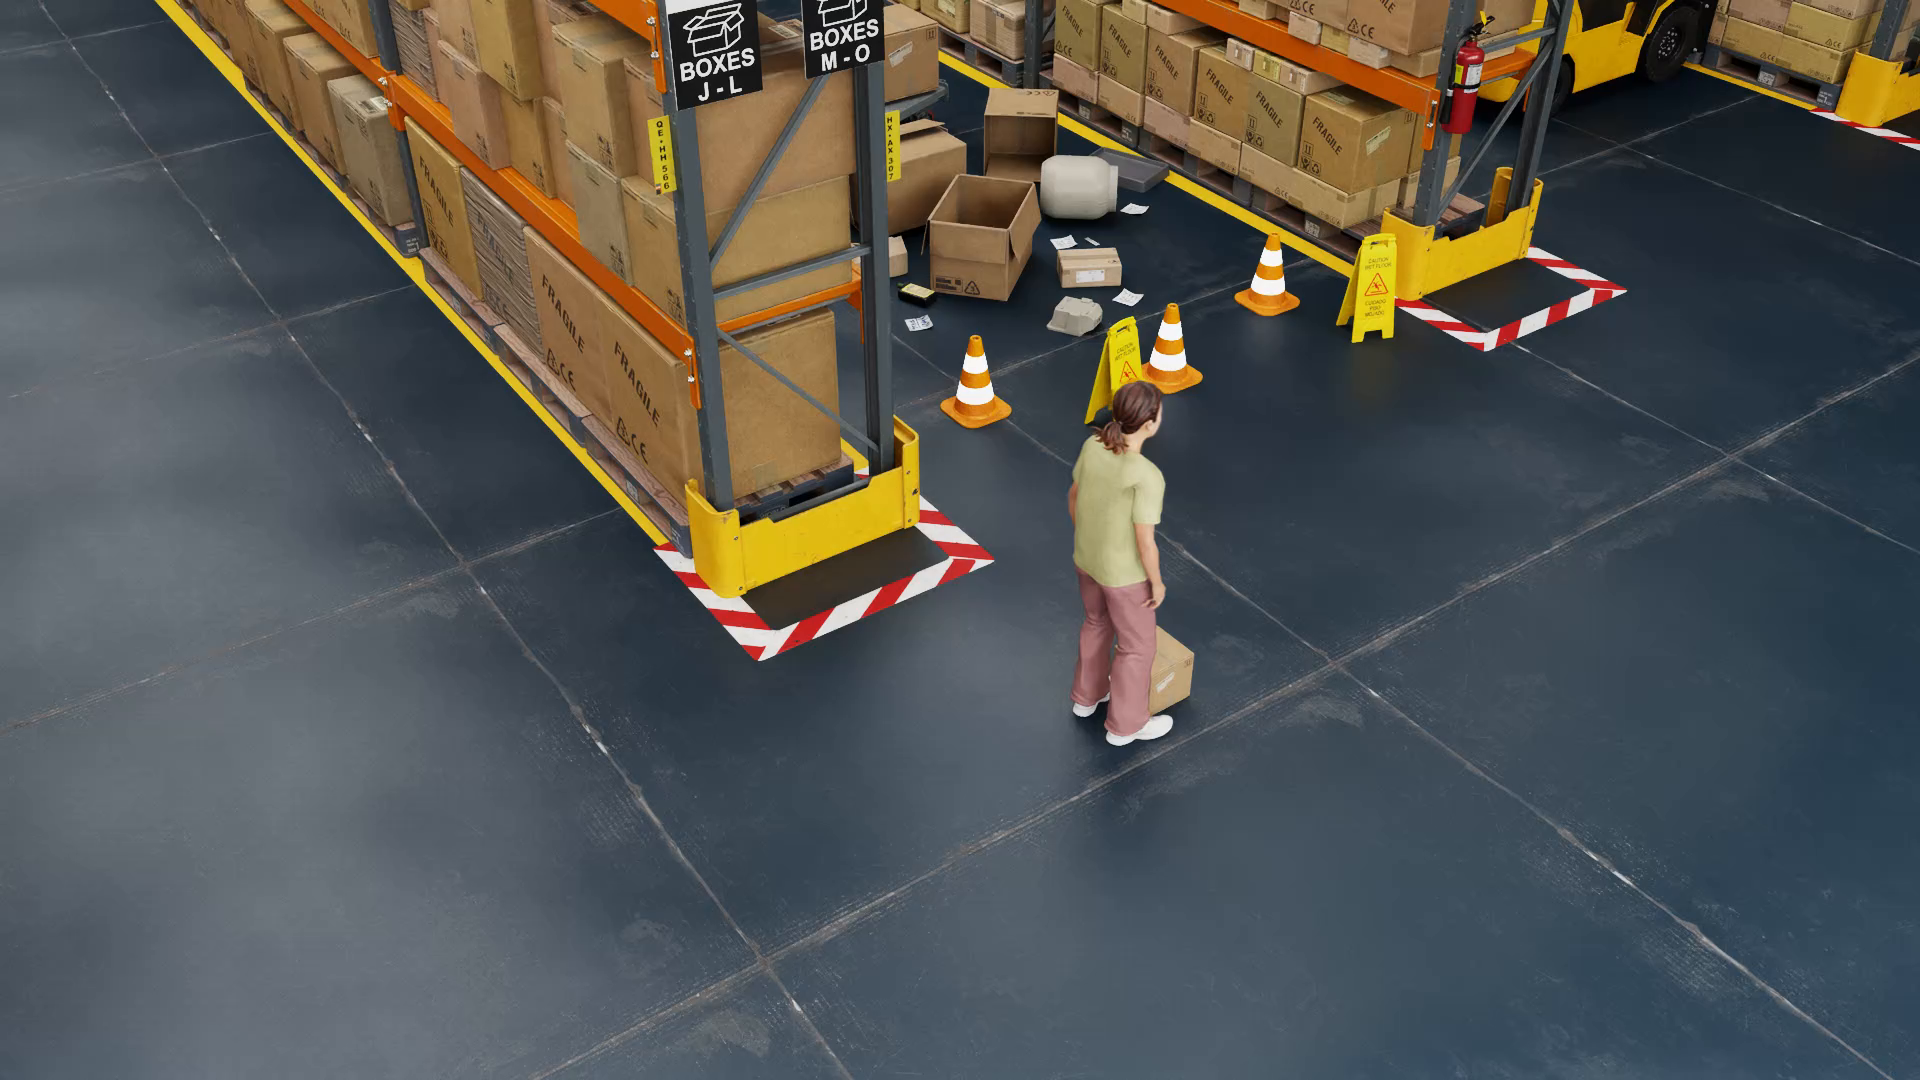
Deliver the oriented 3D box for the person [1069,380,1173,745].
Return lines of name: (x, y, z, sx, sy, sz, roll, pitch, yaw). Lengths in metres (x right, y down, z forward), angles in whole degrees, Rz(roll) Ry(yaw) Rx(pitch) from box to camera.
person: (0.659, 0.107, 6.877, 0.354, 1.650, 0.507, -24, 43, -28)
